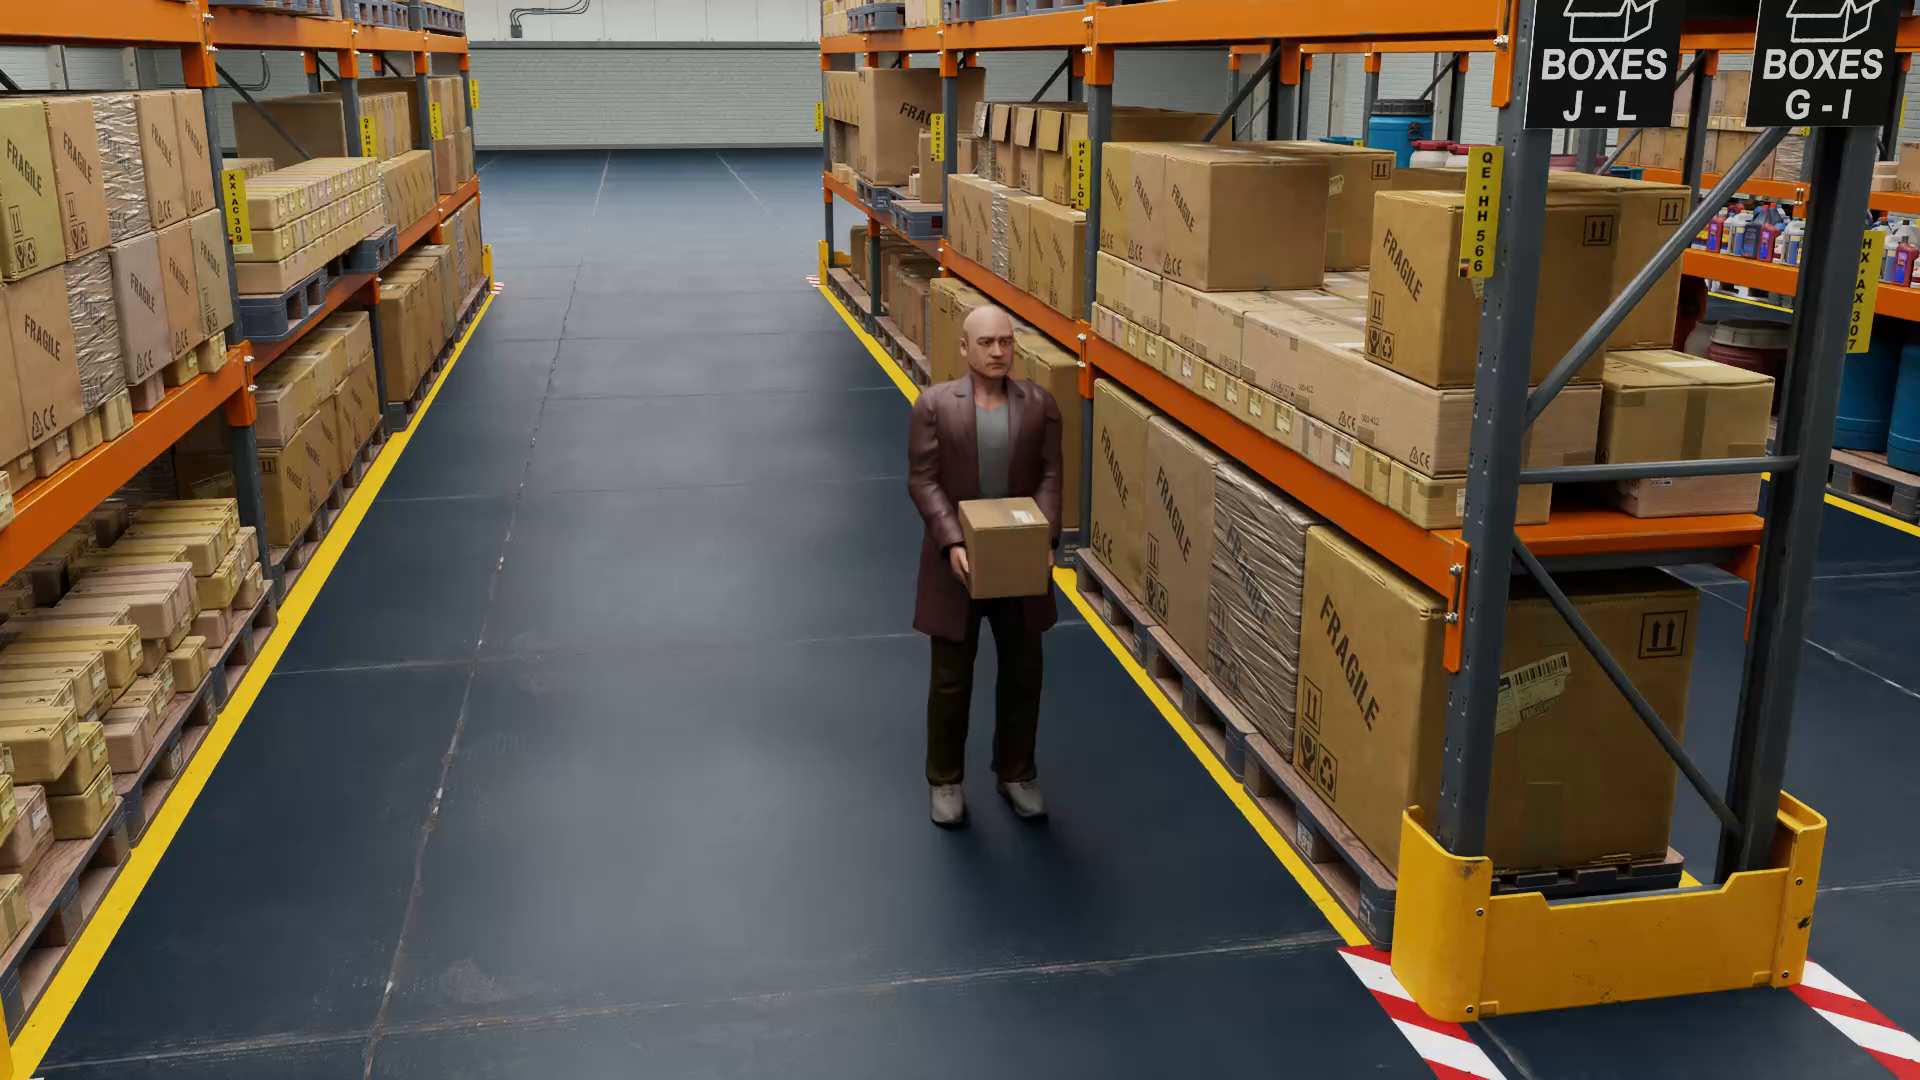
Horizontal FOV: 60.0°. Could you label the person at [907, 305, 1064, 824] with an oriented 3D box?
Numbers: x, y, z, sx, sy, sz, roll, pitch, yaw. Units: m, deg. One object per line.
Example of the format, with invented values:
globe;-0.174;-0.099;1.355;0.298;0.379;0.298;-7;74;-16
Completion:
person;0.108;0.112;5.661;0.548;1.780;0.535;-3;16;-11
